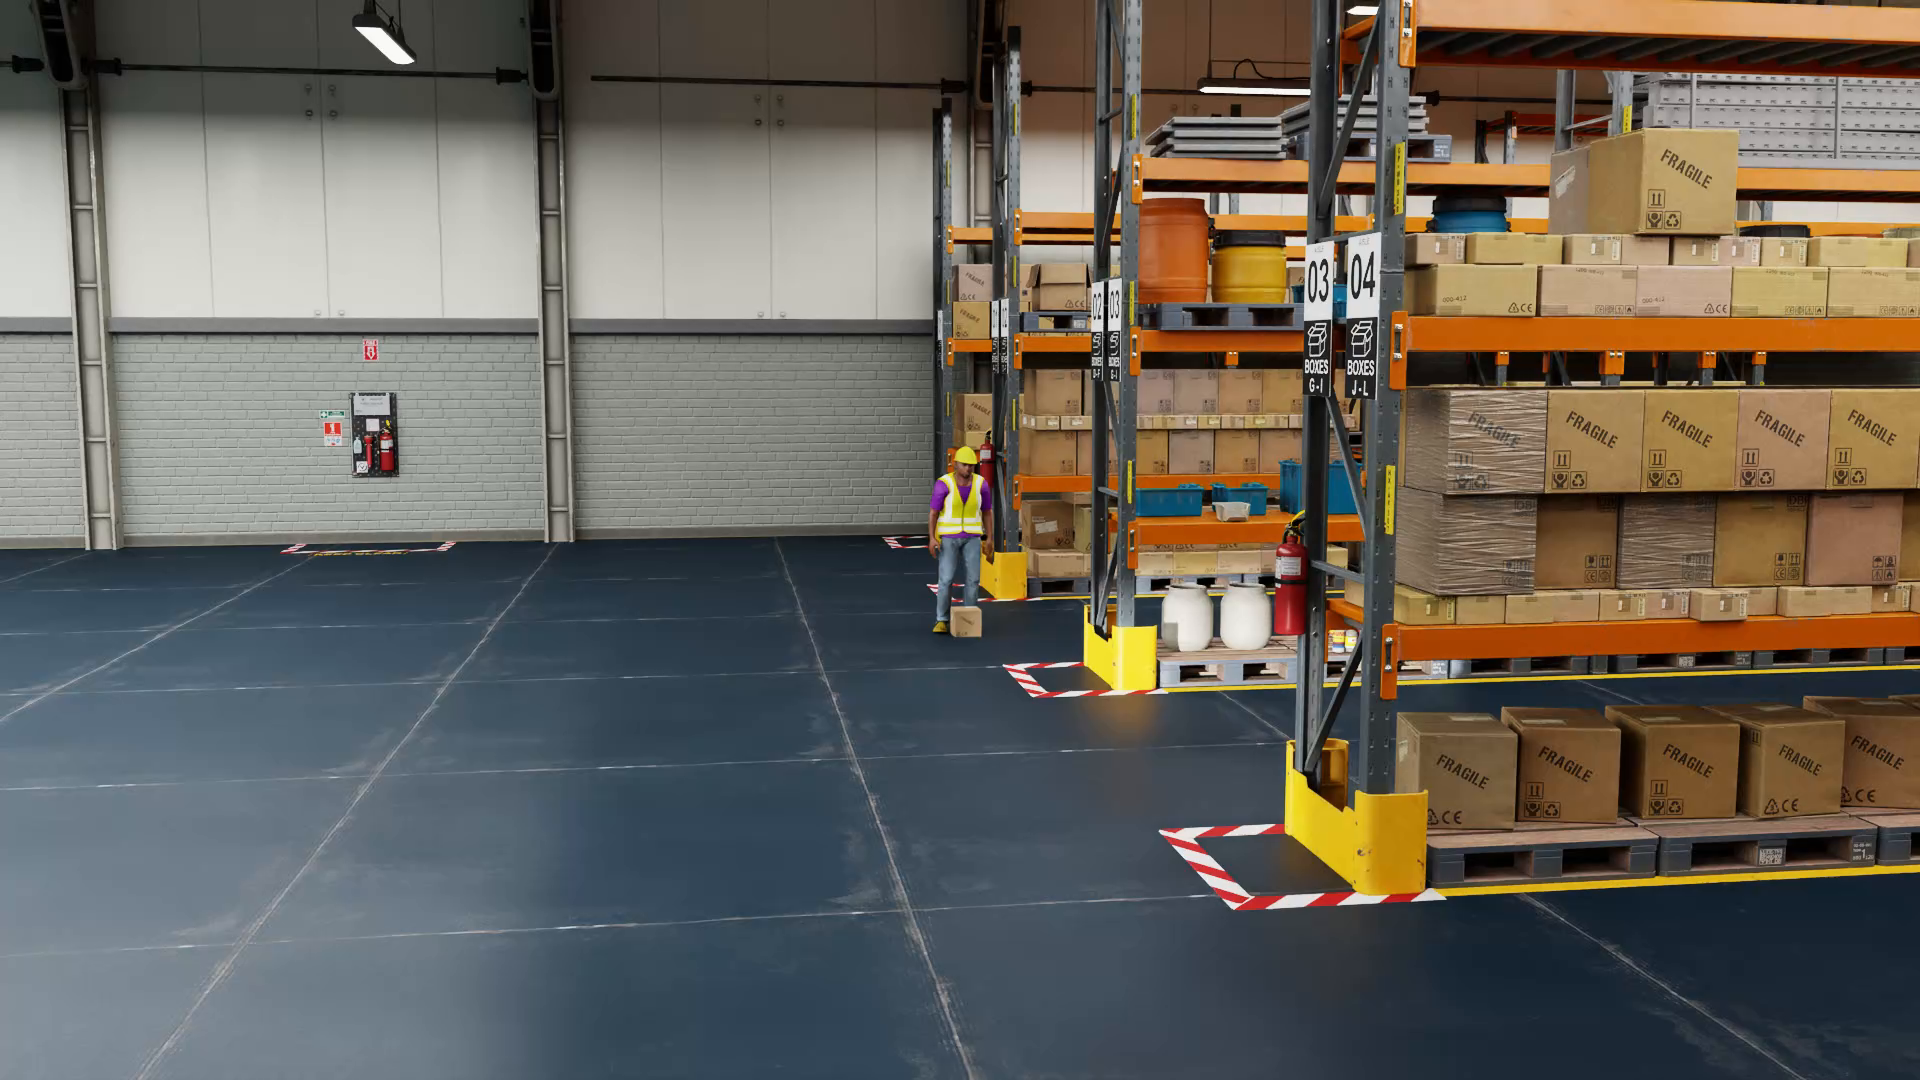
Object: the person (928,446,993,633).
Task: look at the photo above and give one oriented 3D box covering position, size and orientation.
[{"bbox_3d":[0.014,-0.007,15.717,0.628,1.755,0.461,-1,7,-12],"label":"person"}]
